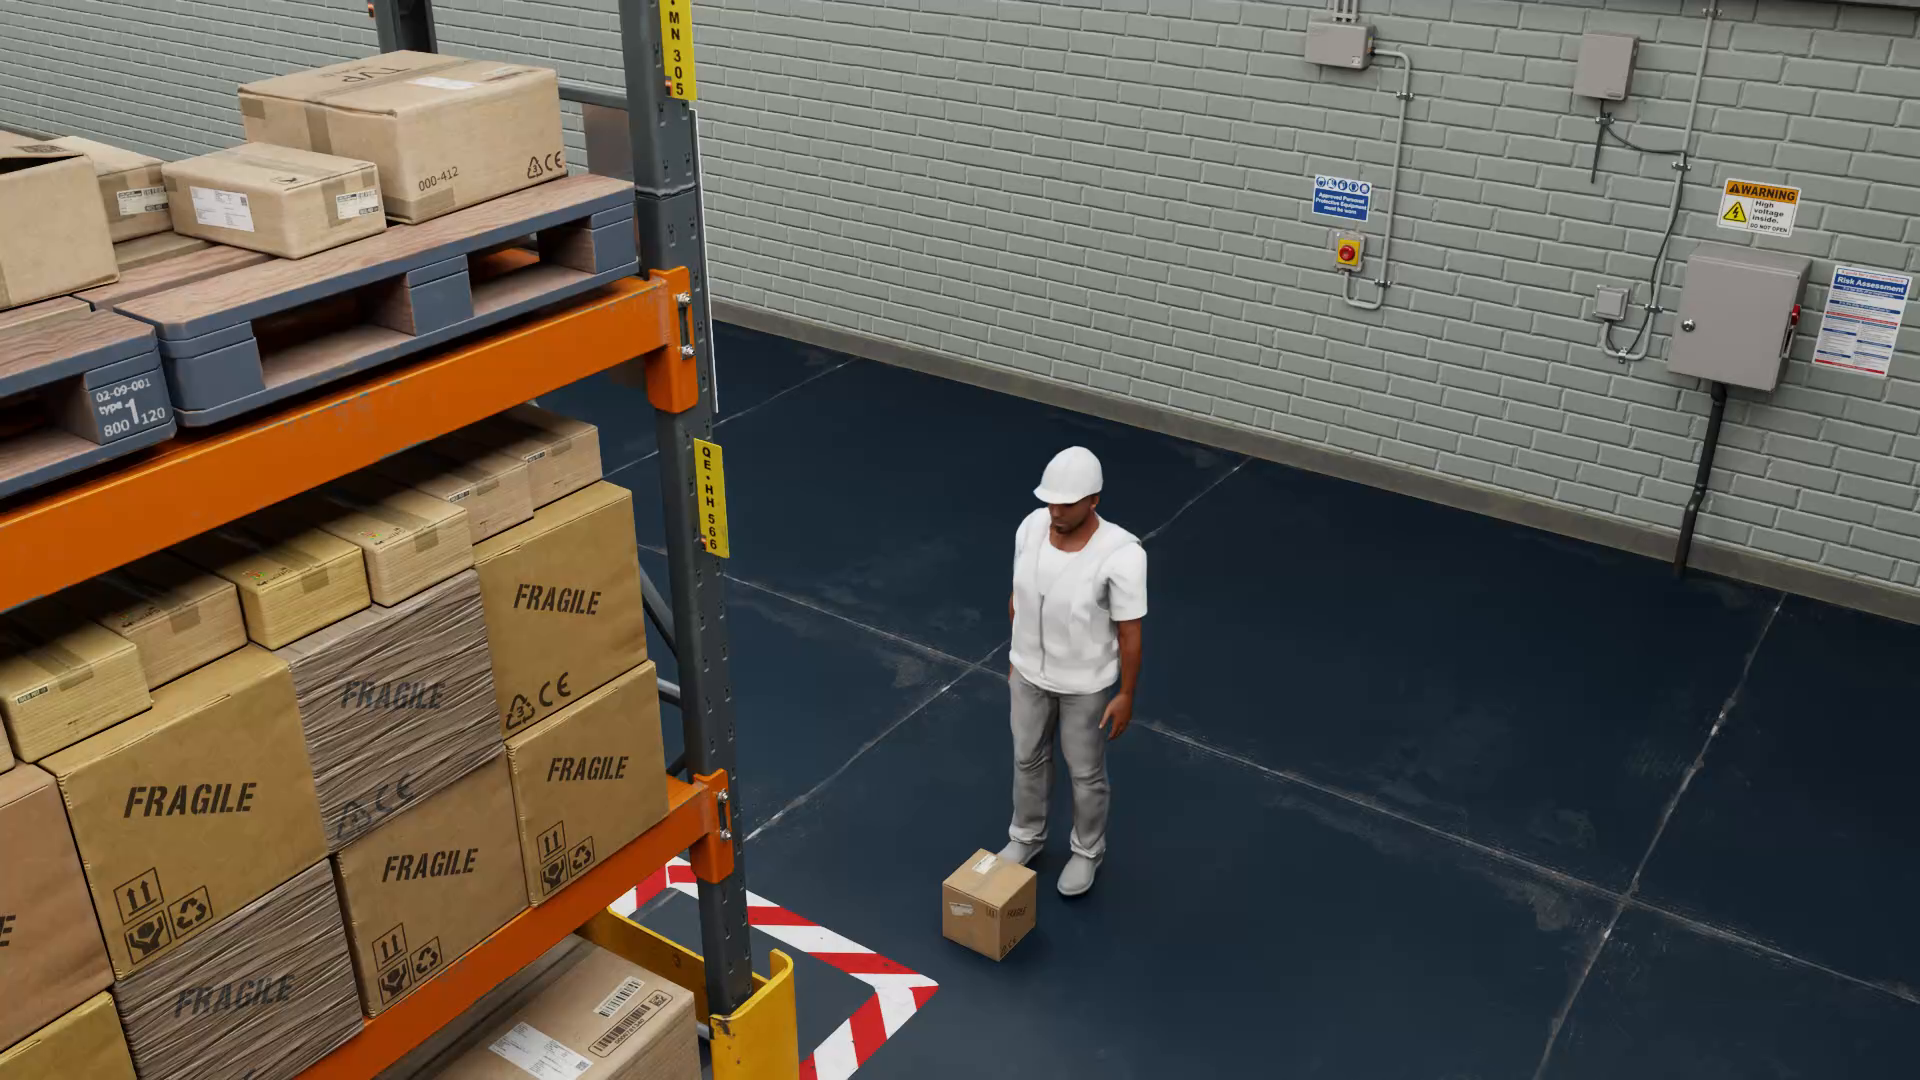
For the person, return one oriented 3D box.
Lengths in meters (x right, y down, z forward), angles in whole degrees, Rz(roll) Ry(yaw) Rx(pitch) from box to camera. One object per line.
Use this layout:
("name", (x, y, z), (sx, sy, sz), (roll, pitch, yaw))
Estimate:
("person", (0.380, 0.503, 6.099), (0.582, 1.779, 0.419), (18, 32, 32))
